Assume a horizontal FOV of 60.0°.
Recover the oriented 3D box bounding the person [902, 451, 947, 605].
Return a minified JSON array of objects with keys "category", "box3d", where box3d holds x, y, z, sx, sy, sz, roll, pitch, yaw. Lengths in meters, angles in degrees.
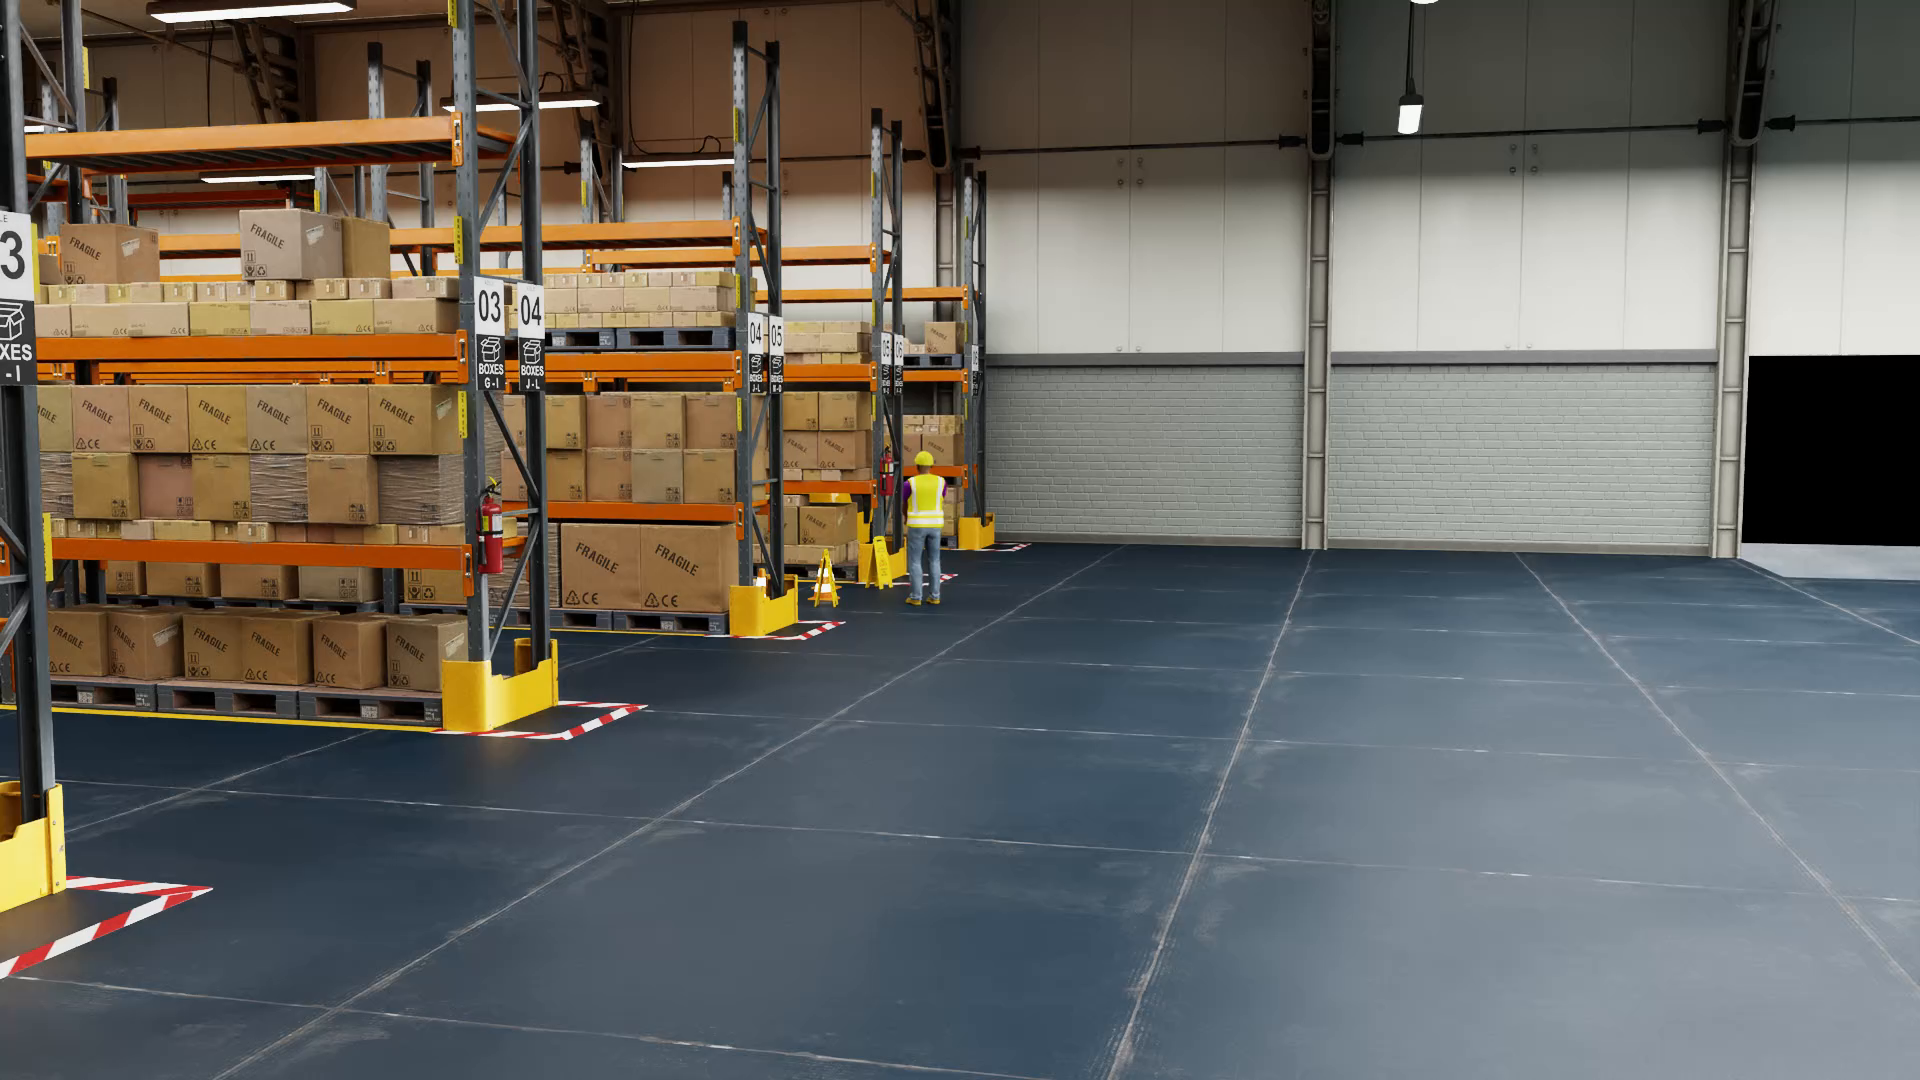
[{"category":"person","box3d":[-0.439,-0.147,19.152,0.514,1.765,0.578,-1,5,-16]}]
